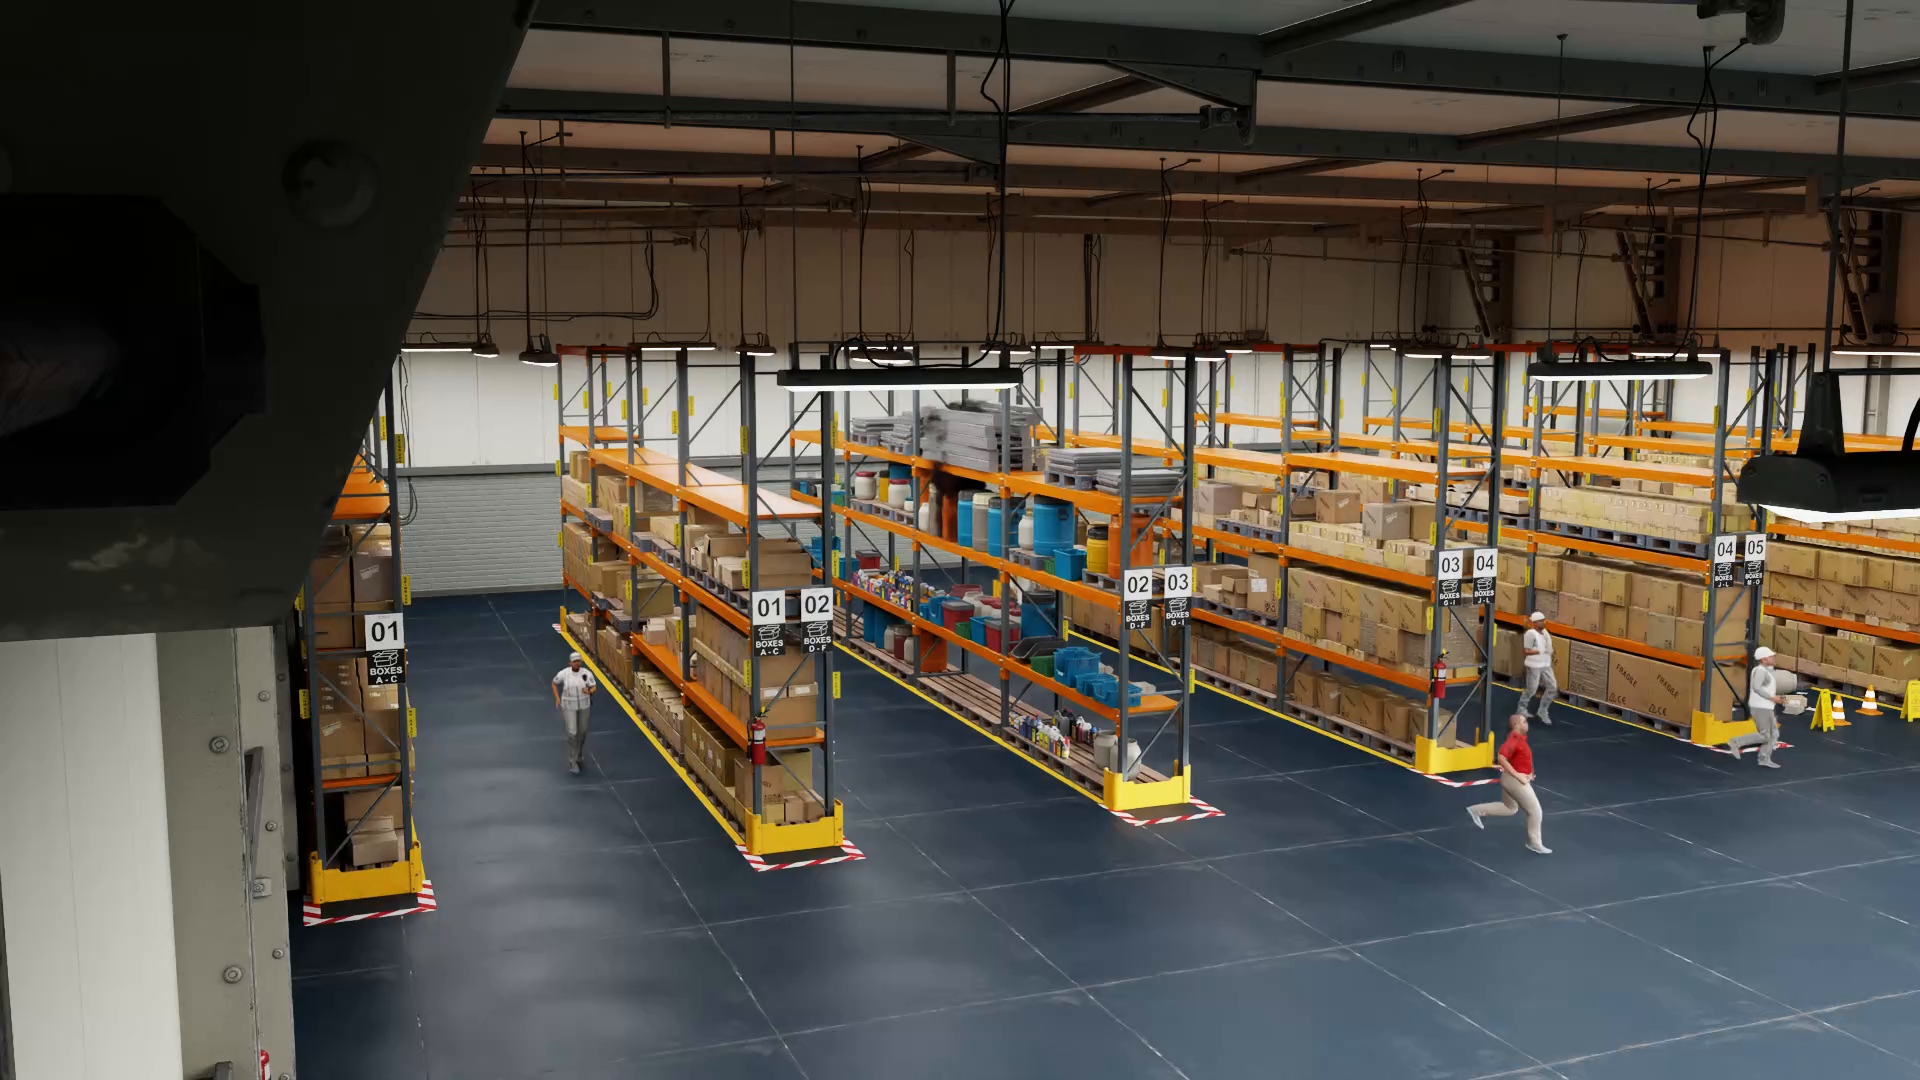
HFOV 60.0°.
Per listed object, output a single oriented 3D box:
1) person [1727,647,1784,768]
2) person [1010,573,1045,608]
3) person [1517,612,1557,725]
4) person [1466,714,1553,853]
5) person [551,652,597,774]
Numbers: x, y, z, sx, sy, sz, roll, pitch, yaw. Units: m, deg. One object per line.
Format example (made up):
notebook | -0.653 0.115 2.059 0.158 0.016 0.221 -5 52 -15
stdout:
person | 11.593 2.416 24.185 0.727 1.749 0.677 4 8 28
person | 1.285 1.106 32.494 0.662 1.808 1.020 -5 9 -32
person | 9.302 2.063 26.716 0.659 1.828 0.715 -4 8 -29
person | 6.719 2.960 20.245 1.020 1.727 0.643 1 7 11
person | -5.554 2.463 24.032 0.582 1.726 0.775 -4 8 -28
